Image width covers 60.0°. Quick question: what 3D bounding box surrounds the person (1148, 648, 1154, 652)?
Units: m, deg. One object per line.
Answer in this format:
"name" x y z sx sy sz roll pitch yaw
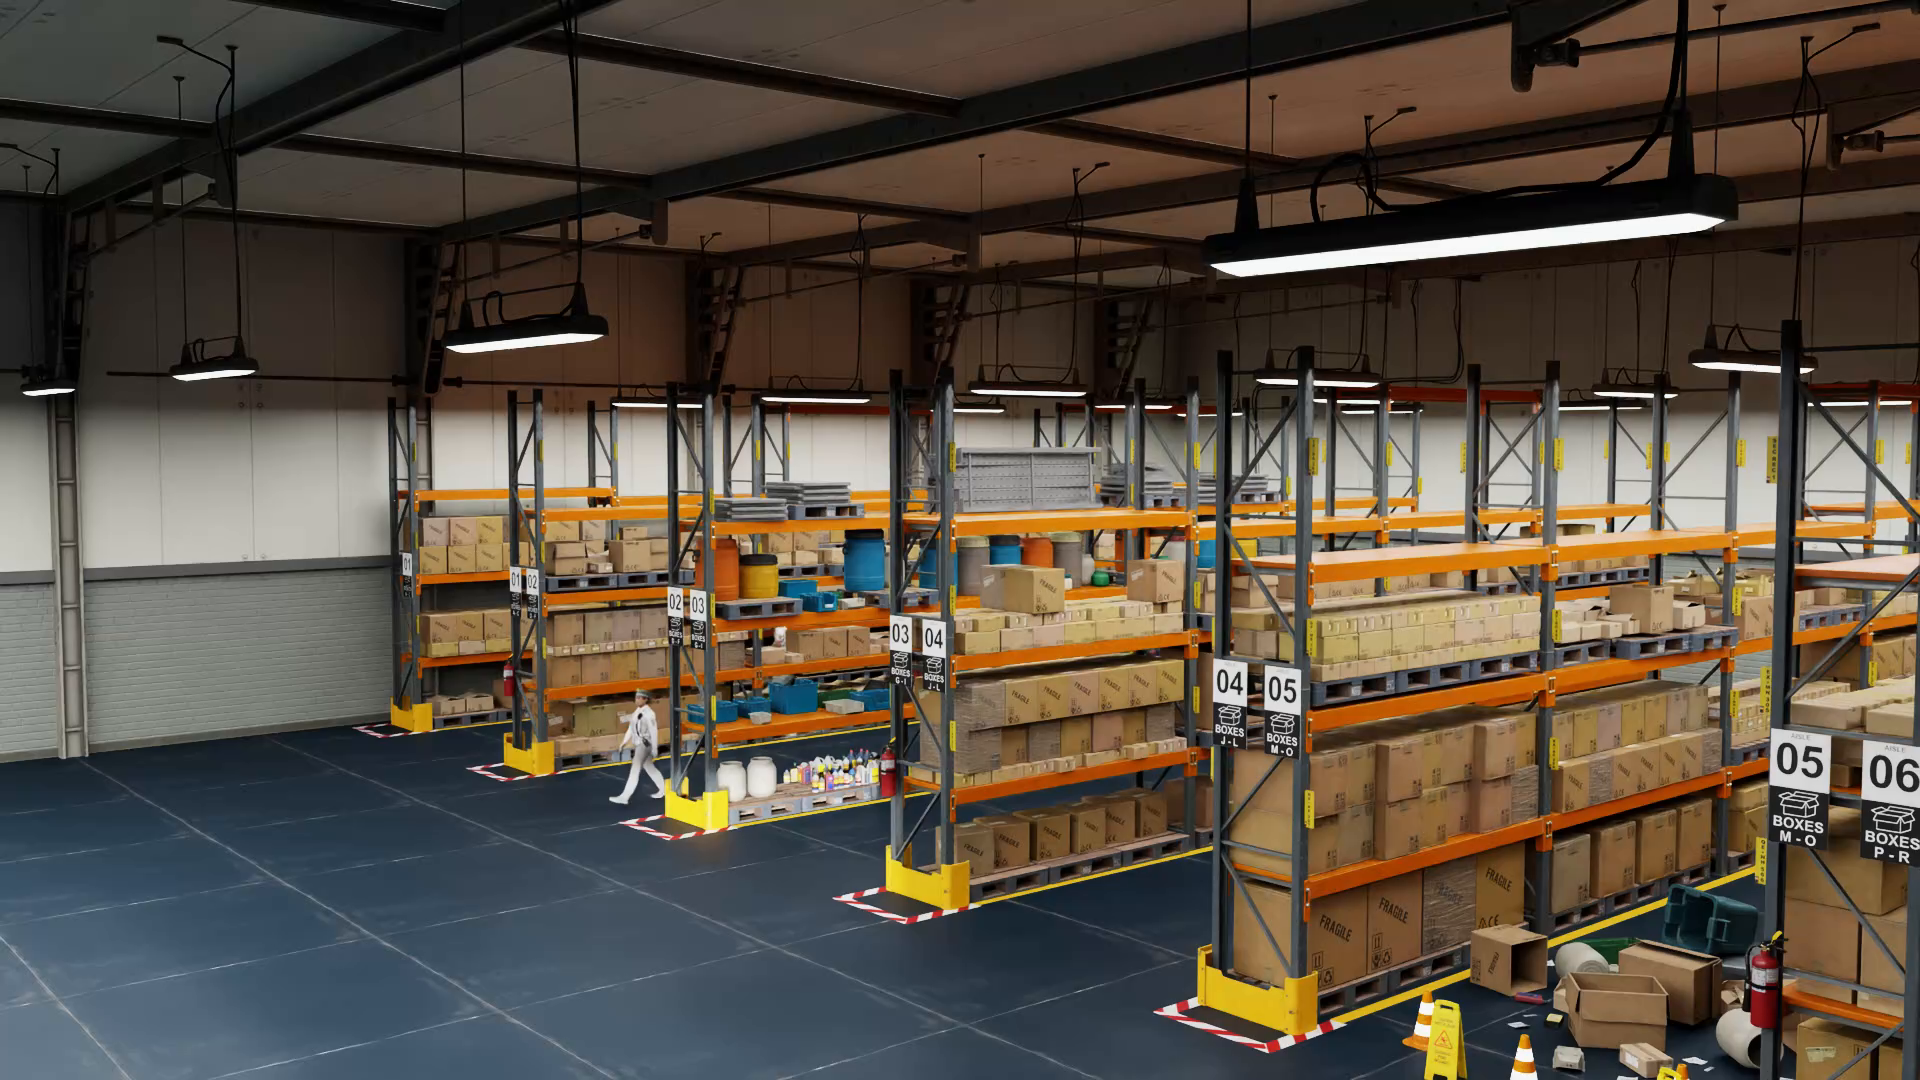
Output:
"person" 4.526 2.004 38.967 0.578 1.741 0.783 -3 4 -39

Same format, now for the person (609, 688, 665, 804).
"person" -4.609 2.938 23.827 1.005 1.635 0.515 -2 4 -30

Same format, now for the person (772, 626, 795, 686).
"person" -3.601 2.321 33.447 0.493 1.762 0.588 -1 4 -24
